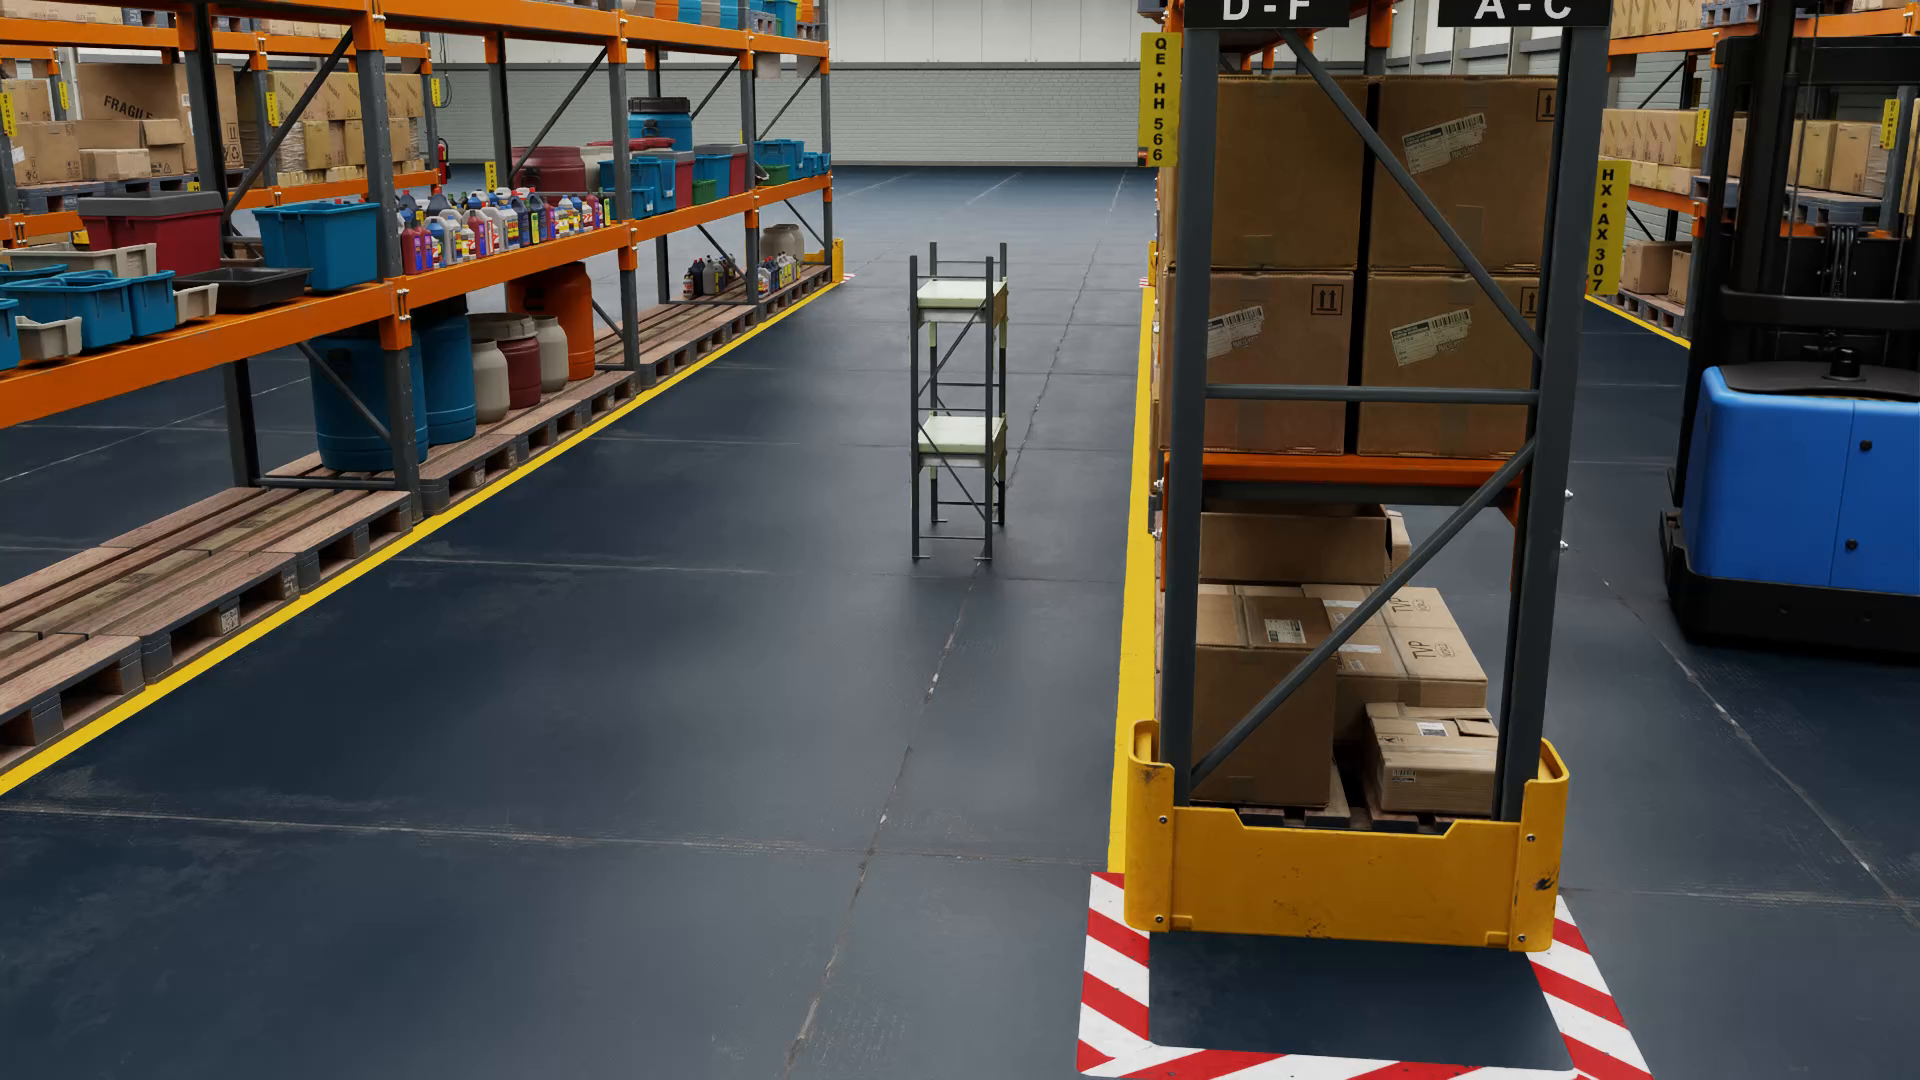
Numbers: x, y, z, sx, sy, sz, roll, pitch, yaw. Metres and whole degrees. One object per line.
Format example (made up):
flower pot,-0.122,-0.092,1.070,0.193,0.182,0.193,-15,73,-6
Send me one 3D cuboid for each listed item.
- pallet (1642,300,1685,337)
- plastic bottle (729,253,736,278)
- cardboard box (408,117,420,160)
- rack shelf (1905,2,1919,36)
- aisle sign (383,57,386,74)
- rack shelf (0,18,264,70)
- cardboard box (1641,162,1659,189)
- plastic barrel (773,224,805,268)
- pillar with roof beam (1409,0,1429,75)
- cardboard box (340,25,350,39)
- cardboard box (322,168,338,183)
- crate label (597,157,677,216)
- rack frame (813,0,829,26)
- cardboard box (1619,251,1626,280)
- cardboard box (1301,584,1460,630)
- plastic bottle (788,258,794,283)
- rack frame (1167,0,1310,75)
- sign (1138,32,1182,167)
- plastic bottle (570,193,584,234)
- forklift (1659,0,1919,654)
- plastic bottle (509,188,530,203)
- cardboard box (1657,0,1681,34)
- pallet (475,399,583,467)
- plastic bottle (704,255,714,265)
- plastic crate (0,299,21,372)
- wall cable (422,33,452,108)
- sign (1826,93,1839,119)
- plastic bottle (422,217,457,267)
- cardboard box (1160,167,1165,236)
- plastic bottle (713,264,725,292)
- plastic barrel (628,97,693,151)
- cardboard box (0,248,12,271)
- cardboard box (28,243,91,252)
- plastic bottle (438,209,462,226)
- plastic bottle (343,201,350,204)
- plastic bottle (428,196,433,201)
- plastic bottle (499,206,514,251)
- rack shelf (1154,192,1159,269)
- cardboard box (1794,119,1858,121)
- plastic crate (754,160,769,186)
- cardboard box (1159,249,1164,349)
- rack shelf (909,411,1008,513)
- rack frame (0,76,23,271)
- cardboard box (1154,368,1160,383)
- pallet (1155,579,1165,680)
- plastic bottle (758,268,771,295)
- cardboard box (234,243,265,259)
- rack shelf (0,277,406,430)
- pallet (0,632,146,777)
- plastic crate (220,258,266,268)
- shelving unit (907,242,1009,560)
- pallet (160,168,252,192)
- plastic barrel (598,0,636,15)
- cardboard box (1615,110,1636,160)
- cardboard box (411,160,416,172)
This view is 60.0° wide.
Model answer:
pallet,7.366,-2.164,16.261,1.003,0.211,1.213,2,15,6
plastic bottle,-2.582,-3.098,18.758,0.097,0.271,0.097,0,15,0
cardboard box,-7.078,-4.860,20.128,0.875,0.500,0.500,2,15,6
rack shelf,6.648,-2.879,9.196,1.077,0.370,4.000,2,15,6
aisle sign,-7.280,-6.090,20.457,0.394,0.787,0.004,2,15,6
rack shelf,-7.666,-4.355,14.651,1.077,0.370,4.000,2,15,6
cardboard box,7.183,-3.664,16.714,0.500,0.250,0.500,2,15,6
plastic barrel,-2.066,-3.493,19.795,0.421,0.512,0.421,0,15,0
pillar with roof beam,6.987,-13.413,41.026,9.100,9.000,0.400,2,15,6
cardboard box,-6.962,-5.660,18.389,0.500,0.250,0.500,1,15,5
cardboard box,-6.987,-3.957,18.031,0.380,0.149,0.250,2,15,6
crate label,-2.589,-2.856,13.410,0.502,0.435,0.616,2,15,6
rack frame,-2.067,-7.560,19.382,1.000,3.000,0.127,2,15,6
cardboard box,7.609,-3.110,18.725,0.500,0.311,0.500,0,15,0
cardboard box,1.505,0.355,6.026,0.500,0.250,0.500,2,15,6
plastic bottle,-1.910,-2.972,18.282,0.152,0.276,0.135,1,15,5
rack frame,1.951,-2.442,11.948,1.000,3.000,0.127,2,15,6
sign,0.499,-1.101,4.162,0.100,0.325,0.005,2,15,6
plastic bottle,-2.671,-2.270,11.557,0.097,0.271,0.097,0,15,0
forklift,4.055,-1.289,7.816,1.130,2.935,3.031,6,16,20
plastic bottle,-3.189,-2.422,12.111,0.152,0.276,0.135,2,15,6
cardboard box,7.231,-5.255,16.372,0.500,0.500,0.500,1,15,4
pallet,-3.158,-0.722,10.928,1.003,0.211,1.213,2,15,6
plastic bottle,-2.674,-2.869,17.759,0.144,0.351,0.185,2,15,6
plastic crate,-3.444,-0.688,5.664,0.416,0.233,0.300,2,15,6
wall cable,-17.710,-14.996,52.830,3.097,2.526,0.112,2,15,6
sign,7.877,-3.878,15.041,0.100,0.325,0.005,2,15,6
plastic bottle,-2.949,-1.696,9.424,0.152,0.276,0.135,2,15,6
cardboard box,0.935,-1.288,5.571,0.500,0.500,0.500,2,15,8
plastic bottle,-2.561,-2.752,17.467,0.152,0.276,0.135,2,15,6
plastic barrel,-2.863,-3.777,15.925,0.600,0.901,0.708,2,15,6
cardboard box,-7.990,-1.734,12.594,1.225,0.875,0.875,1,15,4
cardboard box,-7.796,-2.415,14.358,0.500,0.250,0.500,3,16,13
plastic bottle,-3.037,-1.845,9.978,0.152,0.276,0.135,2,15,6
plastic bottle,-3.500,-1.772,9.563,0.144,0.351,0.185,2,15,6
plastic bottle,-3.516,-2.132,11.023,0.061,0.283,0.133,2,15,6
plastic bottle,-2.820,-1.928,10.293,0.097,0.271,0.097,0,15,0
rack shelf,2.177,-2.614,13.960,1.077,0.370,4.000,2,15,6
cardboard box,7.163,-3.320,14.159,0.700,0.500,0.500,3,15,12
plastic crate,-2.333,-3.729,16.824,0.767,0.338,0.504,2,15,6
cardboard box,1.002,-0.935,6.180,0.500,0.500,0.500,1,15,5
rack shelf,0.001,-0.411,8.558,0.431,0.370,0.720,2,15,6
rack frame,-7.891,-2.735,13.031,1.000,3.000,0.127,2,15,6
cardboard box,1.335,-0.675,9.358,0.500,0.500,0.500,2,15,6
pallet,1.286,0.437,6.643,1.003,0.211,1.213,2,15,6
plastic bottle,-2.038,-2.679,17.197,0.152,0.276,0.135,2,15,8
cardboard box,-7.355,-2.871,17.518,0.500,0.500,0.500,1,15,5
rack shelf,-3.647,-0.686,6.830,1.077,0.370,4.000,2,15,6
pallet,-3.741,0.619,5.969,1.003,0.211,1.213,2,15,6
plastic crate,-3.616,-1.337,8.250,0.396,0.136,0.243,2,15,6
shelving unit,0.001,-0.726,8.473,0.431,1.500,0.755,2,15,6
pallet,-7.671,-3.486,16.175,1.003,0.211,1.213,2,15,6
plastic barrel,-2.631,-4.163,12.350,0.421,0.512,0.421,0,15,0
cardboard box,7.294,-4.295,17.612,0.500,0.500,0.500,1,15,4
cardboard box,-6.845,-4.544,20.201,0.380,0.149,0.250,2,15,6
